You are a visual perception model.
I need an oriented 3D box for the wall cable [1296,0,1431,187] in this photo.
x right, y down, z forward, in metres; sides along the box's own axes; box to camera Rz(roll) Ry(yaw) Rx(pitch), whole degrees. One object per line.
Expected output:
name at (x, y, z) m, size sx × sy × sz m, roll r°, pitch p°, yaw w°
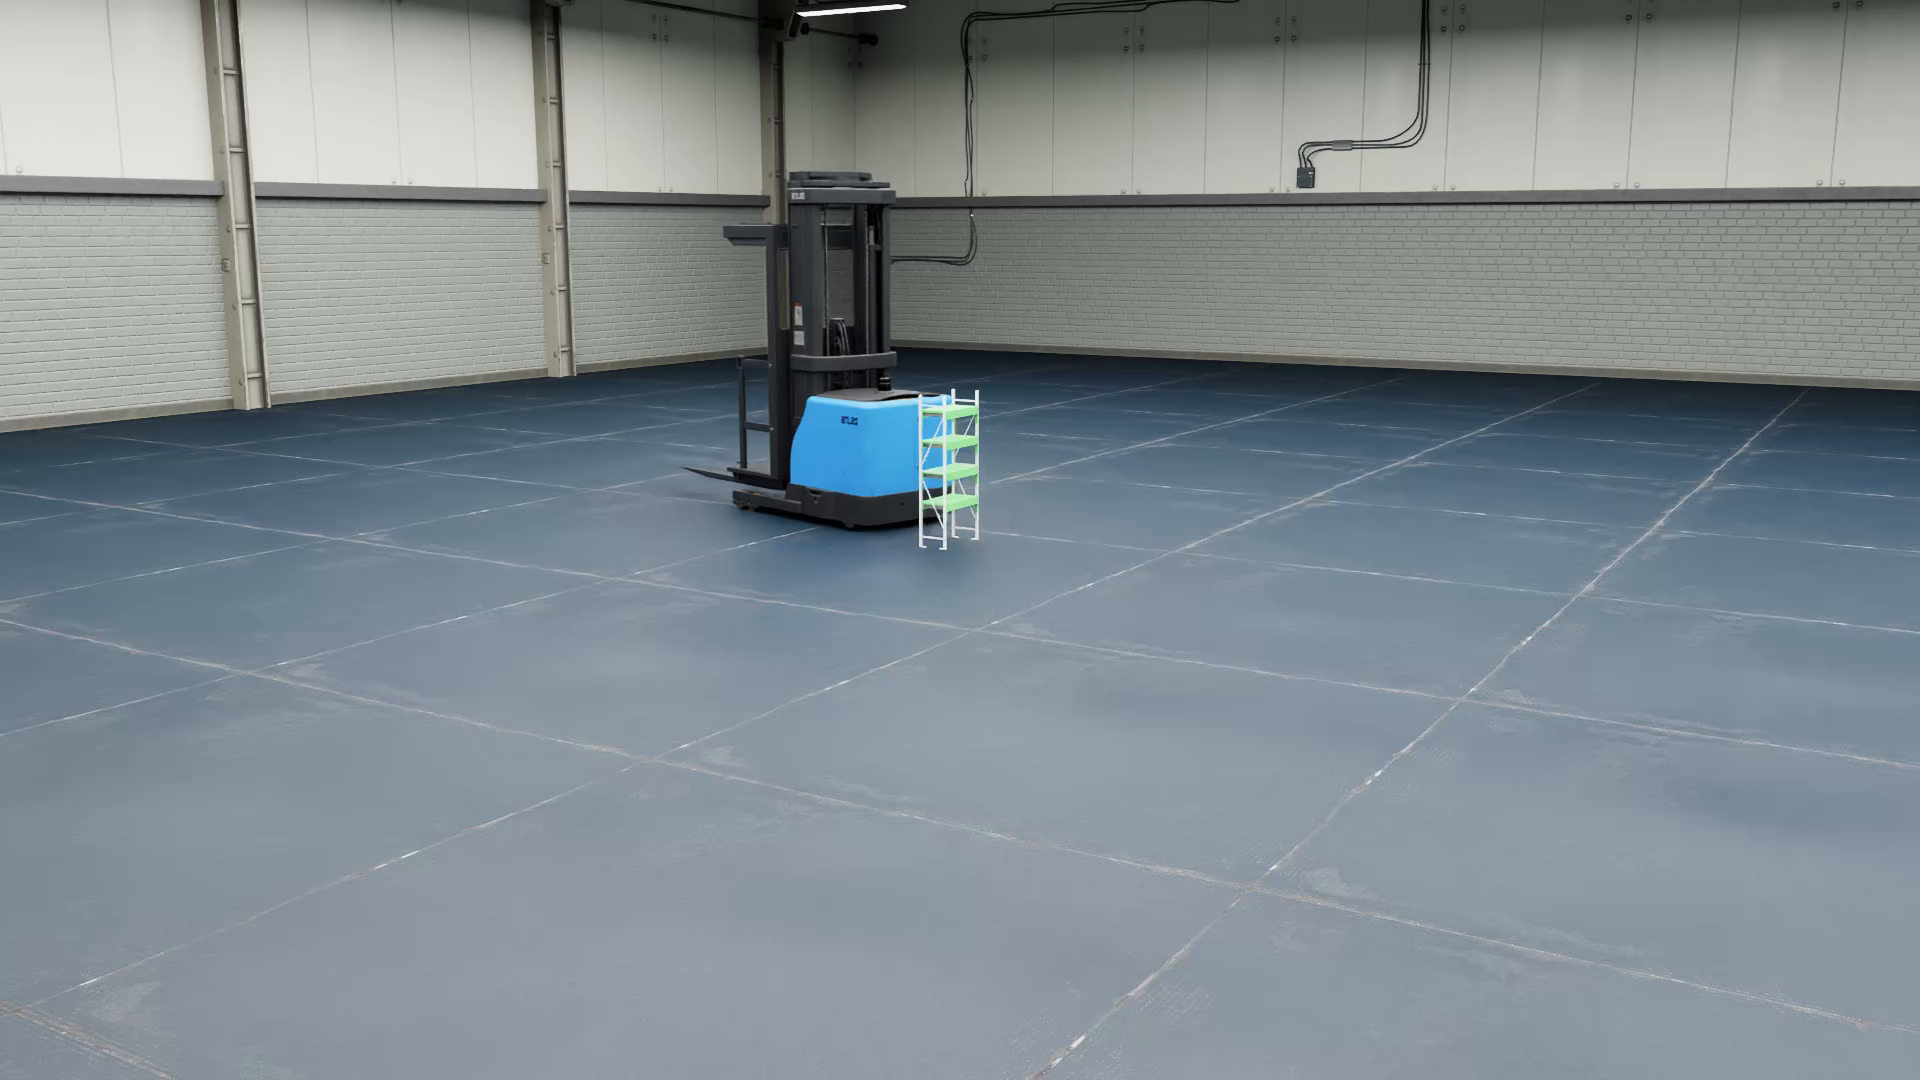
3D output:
wall cable at (7.113, -9.252, 29.093) m, size 2.305 × 6.003 × 0.169 m, roll 6°, pitch 12°, yaw 31°

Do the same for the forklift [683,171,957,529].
forklift at (-1.381, -1.749, 14.748) m, size 1.130 × 2.935 × 3.031 m, roll -9°, pitch 14°, yaw -41°

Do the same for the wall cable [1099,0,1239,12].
wall cable at (3.964, -11.128, 30.706) m, size 3.097 × 2.526 × 0.112 m, roll 6°, pitch 12°, yaw 31°

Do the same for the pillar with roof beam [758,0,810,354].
pillar with roof beam at (0.027, -7.742, 30.267) m, size 9.100 × 9.000 × 0.548 m, roll 6°, pitch 12°, yaw 31°

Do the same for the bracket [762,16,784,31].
bracket at (-3.564, -9.823, 31.603) m, size 0.235 × 0.232 × 0.430 m, roll 6°, pitch 12°, yaw 31°

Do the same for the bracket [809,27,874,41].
bracket at (-2.210, -10.233, 33.795) m, size 0.076 × 0.066 × 3.189 m, roll 6°, pitch 12°, yaw 31°

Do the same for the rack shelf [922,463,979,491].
rack shelf at (-0.086, -0.501, 13.131) m, size 0.258 × 0.148 × 0.480 m, roll 6°, pitch 12°, yaw 31°

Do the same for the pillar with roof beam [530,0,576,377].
pillar with roof beam at (-3.088, -6.798, 25.226) m, size 9.100 × 9.000 × 0.548 m, roll 6°, pitch 12°, yaw 31°

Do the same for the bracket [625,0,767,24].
bracket at (-4.902, -9.418, 29.438) m, size 0.076 × 0.066 × 4.783 m, roll 6°, pitch 12°, yaw 31°

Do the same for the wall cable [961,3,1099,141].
wall cable at (1.319, -9.188, 32.704) m, size 3.097 × 2.526 × 0.112 m, roll 6°, pitch 12°, yaw 31°

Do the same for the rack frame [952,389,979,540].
rack frame at (0.041, -0.602, 13.324) m, size 0.240 × 1.200 × 0.015 m, roll 6°, pitch 12°, yaw 31°

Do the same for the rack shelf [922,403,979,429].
rack shelf at (-0.086, -0.973, 13.043) m, size 0.258 × 0.148 × 0.480 m, roll 6°, pitch 12°, yaw 31°

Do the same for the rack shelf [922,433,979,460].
rack shelf at (-0.086, -0.737, 13.087) m, size 0.258 × 0.148 × 0.480 m, roll 6°, pitch 12°, yaw 31°

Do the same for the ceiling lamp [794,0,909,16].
ceiling lamp at (-1.599, -9.961, 26.257) m, size 2.000 × 3.185 × 0.800 m, roll 6°, pitch 12°, yaw 31°

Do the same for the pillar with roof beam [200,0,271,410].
pillar with roof beam at (-6.203, -5.854, 20.186) m, size 9.100 × 9.000 × 0.400 m, roll 6°, pitch 12°, yaw 31°

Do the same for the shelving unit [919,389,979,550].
shelving unit at (-0.086, -0.564, 13.119) m, size 0.258 × 1.200 × 0.503 m, roll 6°, pitch 12°, yaw 31°

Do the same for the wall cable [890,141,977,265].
wall cable at (-0.993, -6.964, 34.549) m, size 3.097 × 2.526 × 0.112 m, roll 6°, pitch 12°, yaw 31°

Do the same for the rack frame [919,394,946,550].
rack frame at (-0.213, -0.525, 12.914) m, size 0.240 × 1.200 × 0.015 m, roll 6°, pitch 12°, yaw 31°

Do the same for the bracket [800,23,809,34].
bracket at (-3.134, -9.954, 32.300) m, size 0.235 × 0.232 × 0.430 m, roll 6°, pitch 12°, yaw 31°

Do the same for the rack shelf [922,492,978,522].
rack shelf at (-0.086, -0.265, 13.175) m, size 0.258 × 0.148 × 0.480 m, roll 6°, pitch 12°, yaw 31°

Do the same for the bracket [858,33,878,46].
bracket at (-1.903, -10.326, 34.291) m, size 0.235 × 0.232 × 0.430 m, roll 6°, pitch 12°, yaw 31°
